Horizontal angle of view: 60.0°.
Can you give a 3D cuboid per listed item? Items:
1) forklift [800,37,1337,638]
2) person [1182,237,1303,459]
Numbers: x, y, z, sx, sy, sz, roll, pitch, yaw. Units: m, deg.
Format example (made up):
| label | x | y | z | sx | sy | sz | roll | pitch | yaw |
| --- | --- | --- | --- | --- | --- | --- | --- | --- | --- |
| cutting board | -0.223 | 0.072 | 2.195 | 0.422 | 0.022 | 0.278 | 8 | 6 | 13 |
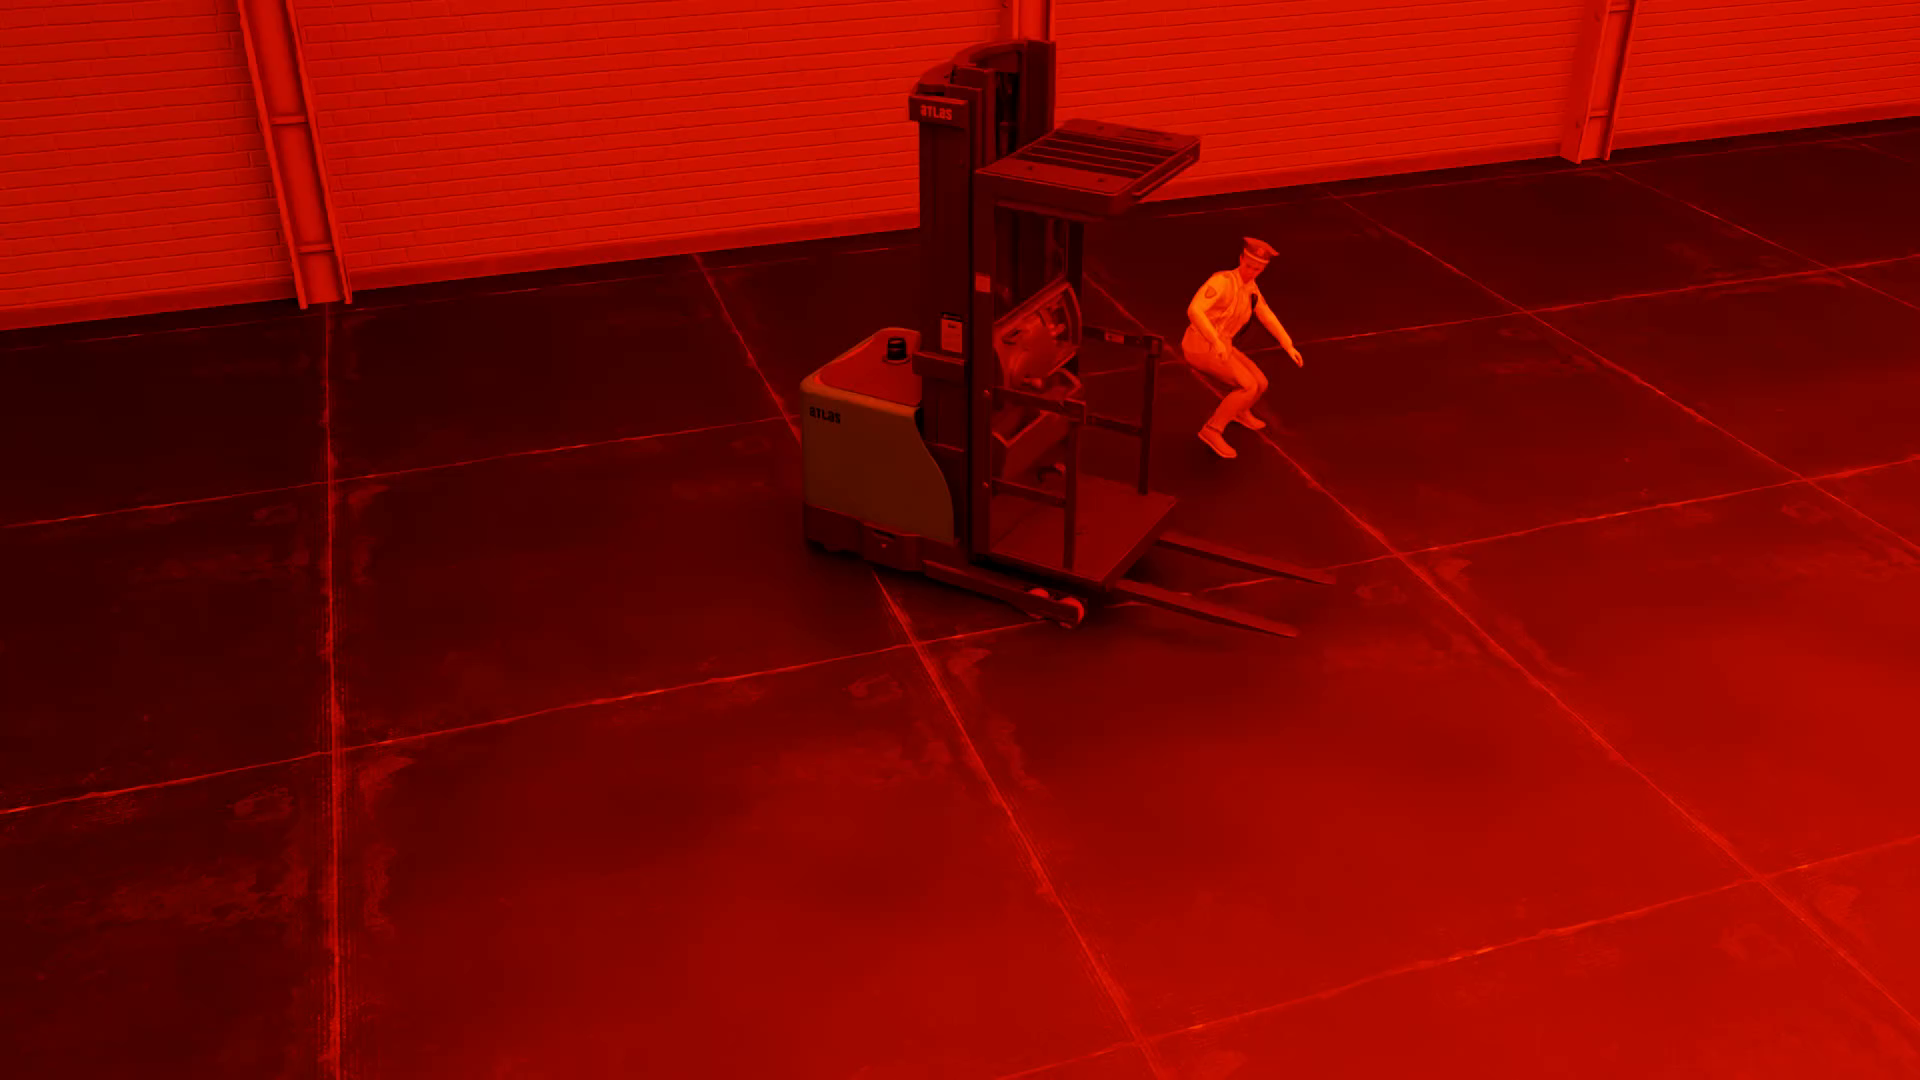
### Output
| label | x | y | z | sx | sy | sz | roll | pitch | yaw |
| --- | --- | --- | --- | --- | --- | --- | --- | --- | --- |
| forklift | 0.606 | -1.087 | 8.977 | 3.031 | 2.935 | 1.130 | 16 | 34 | 25 |
| person | 1.814 | -1.253 | 10.787 | 0.658 | 1.466 | 0.842 | 19 | 35 | 29 |
